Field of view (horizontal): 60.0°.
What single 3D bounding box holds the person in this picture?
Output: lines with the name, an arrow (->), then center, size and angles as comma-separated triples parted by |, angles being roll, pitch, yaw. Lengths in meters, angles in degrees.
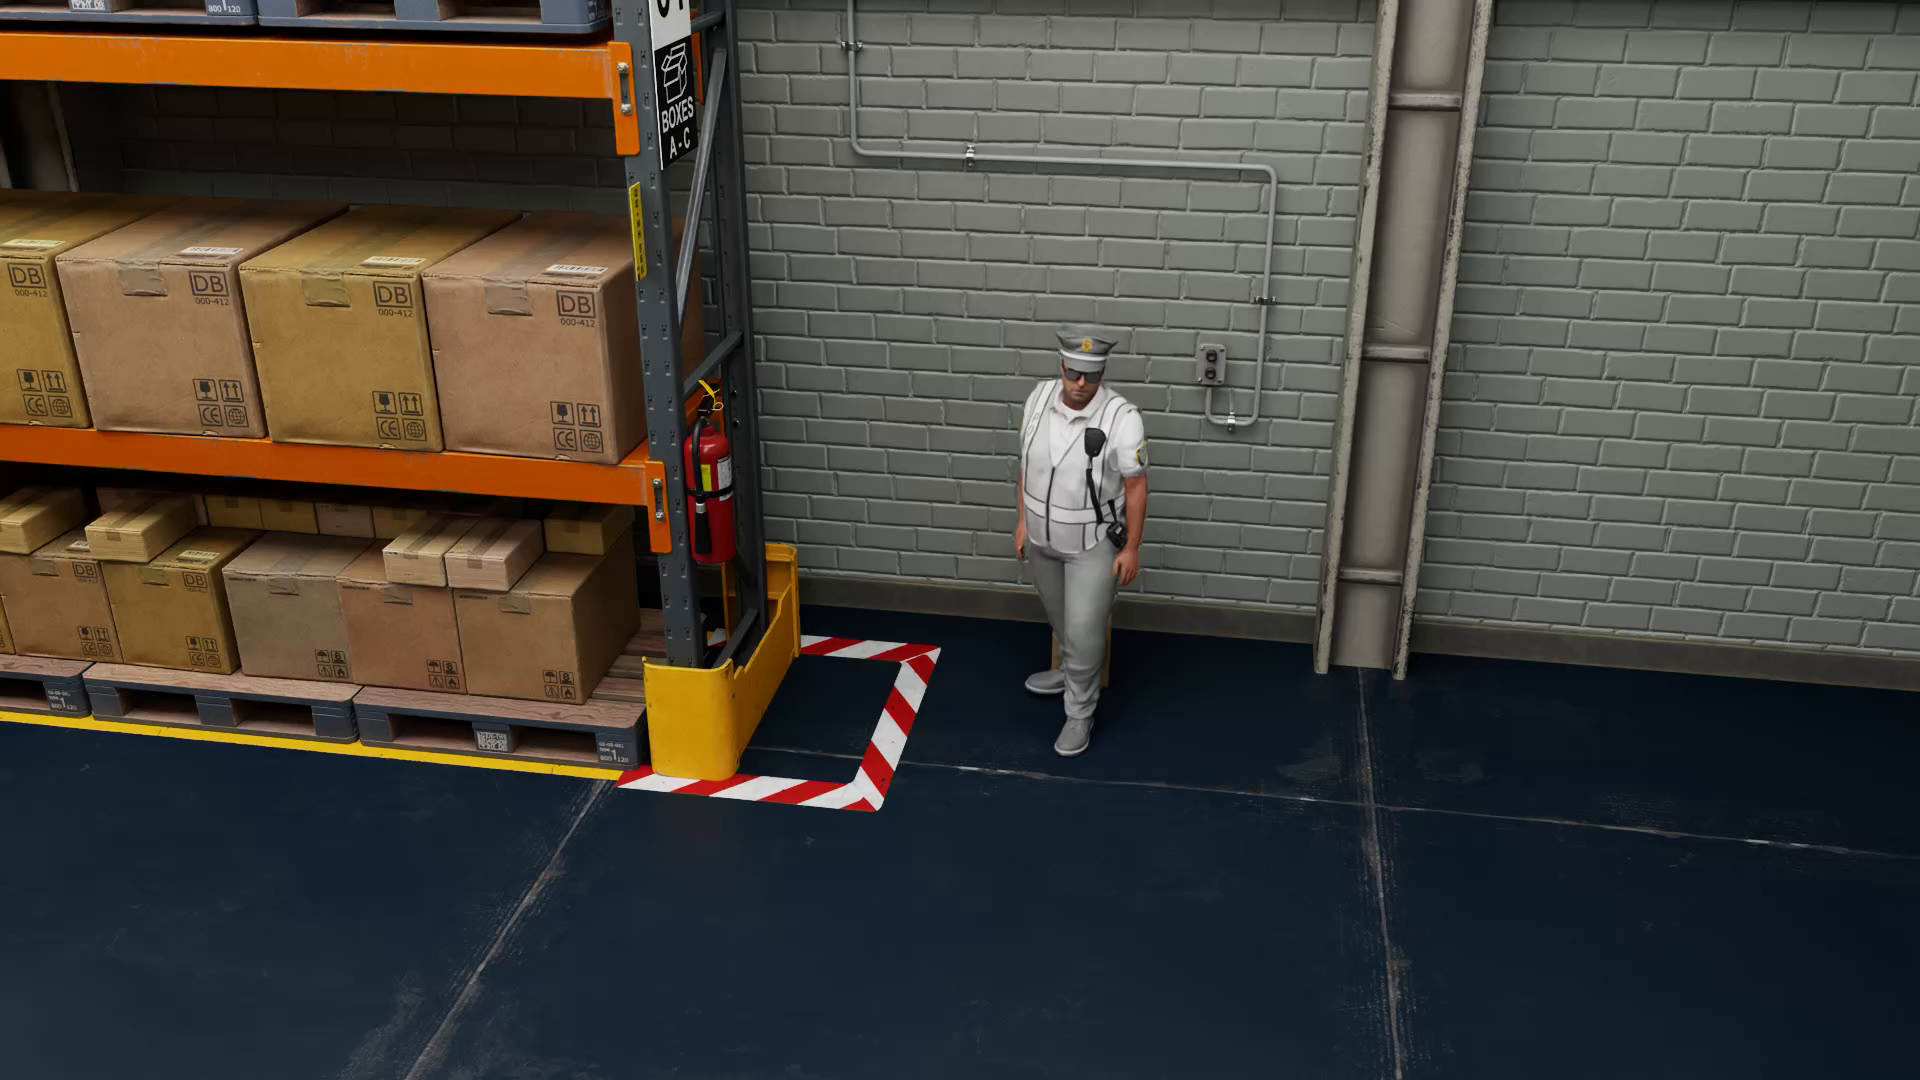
person -> 0.477, -0.039, 6.680 | 0.569, 1.747, 0.586 | 18, 30, 33
